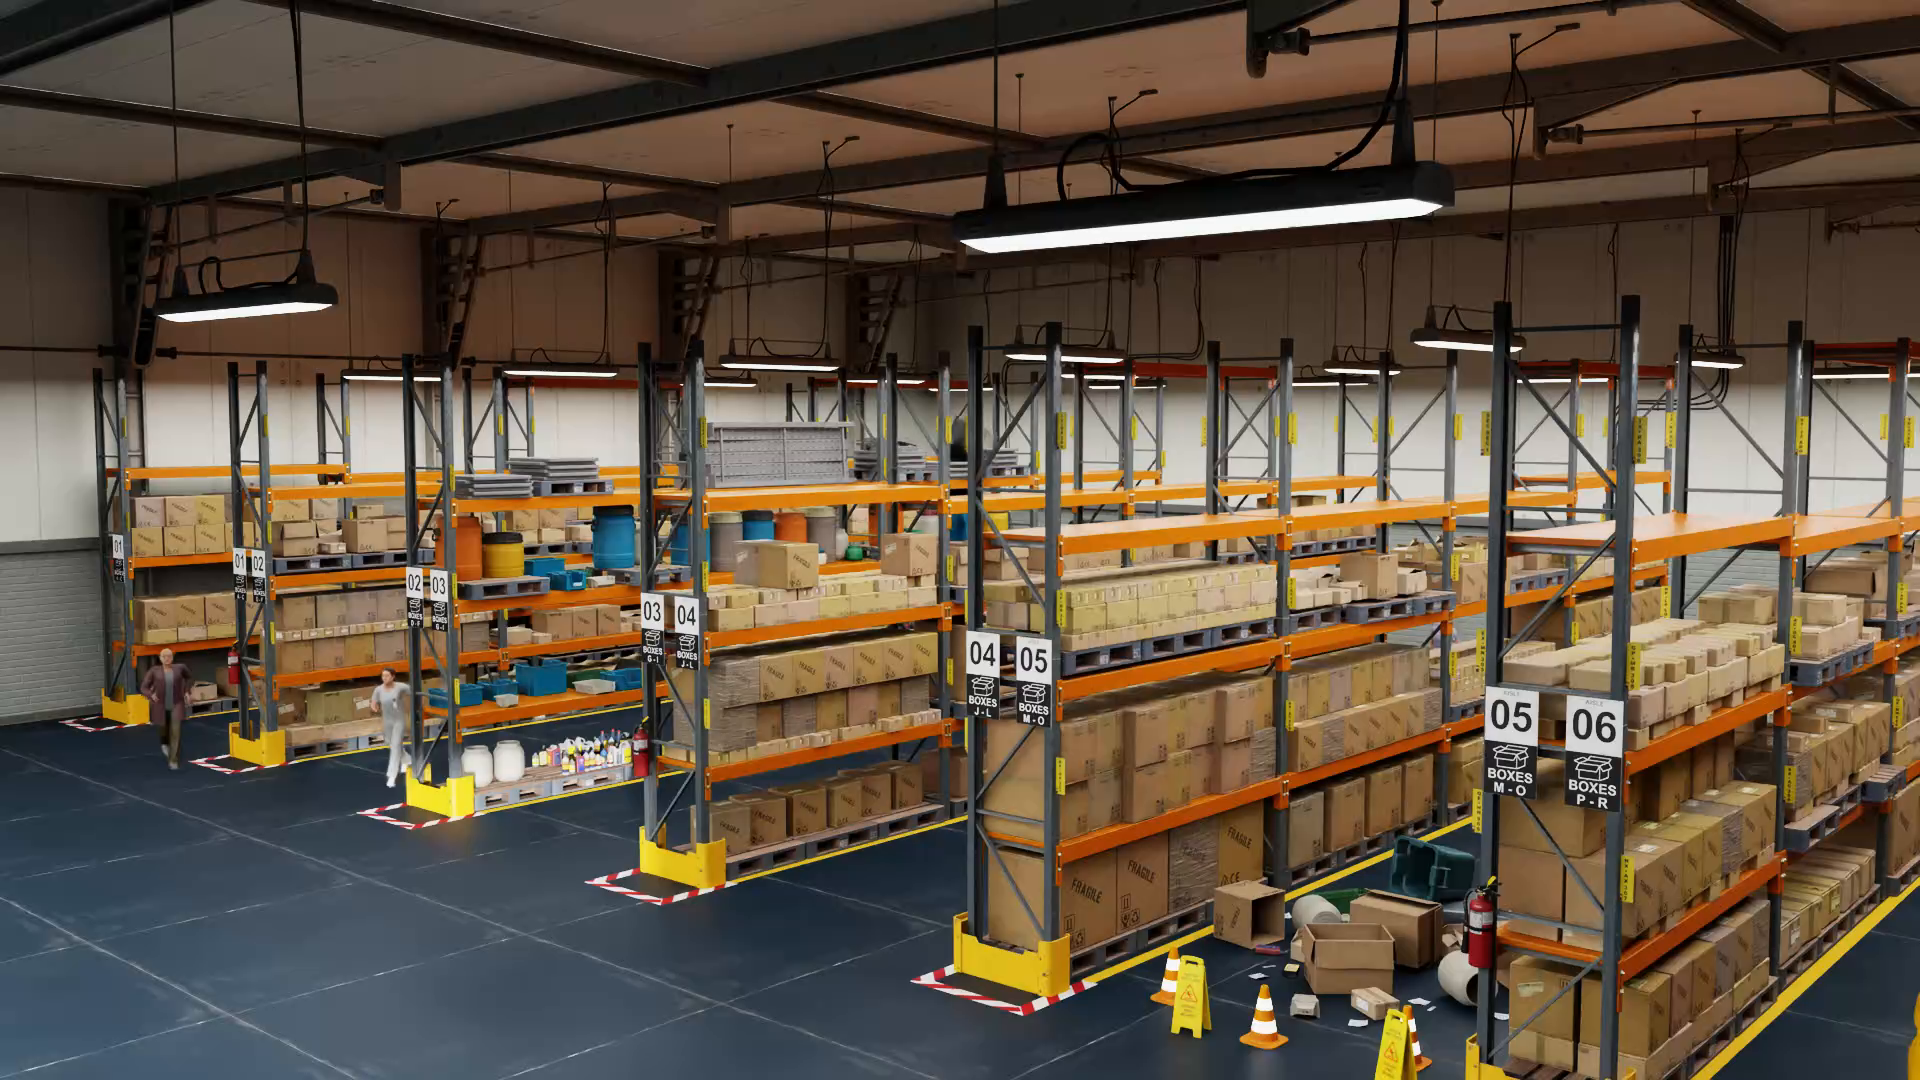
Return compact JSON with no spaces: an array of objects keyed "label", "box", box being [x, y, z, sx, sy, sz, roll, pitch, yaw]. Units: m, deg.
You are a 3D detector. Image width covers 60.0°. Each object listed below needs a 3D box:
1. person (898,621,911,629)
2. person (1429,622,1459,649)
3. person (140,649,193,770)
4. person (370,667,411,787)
[{"label":"person","box":[-1.122,1.858,33.668,0.691,1.675,0.788,2,5,29]},{"label":"person","box":[8.978,2.134,30.868,0.624,1.552,0.929,2,5,30]},{"label":"person","box":[-11.722,2.474,24.599,0.715,1.758,1.033,-2,5,-27]},{"label":"person","box":[-8.025,2.602,23.643,0.576,1.655,0.962,0,4,5]}]
